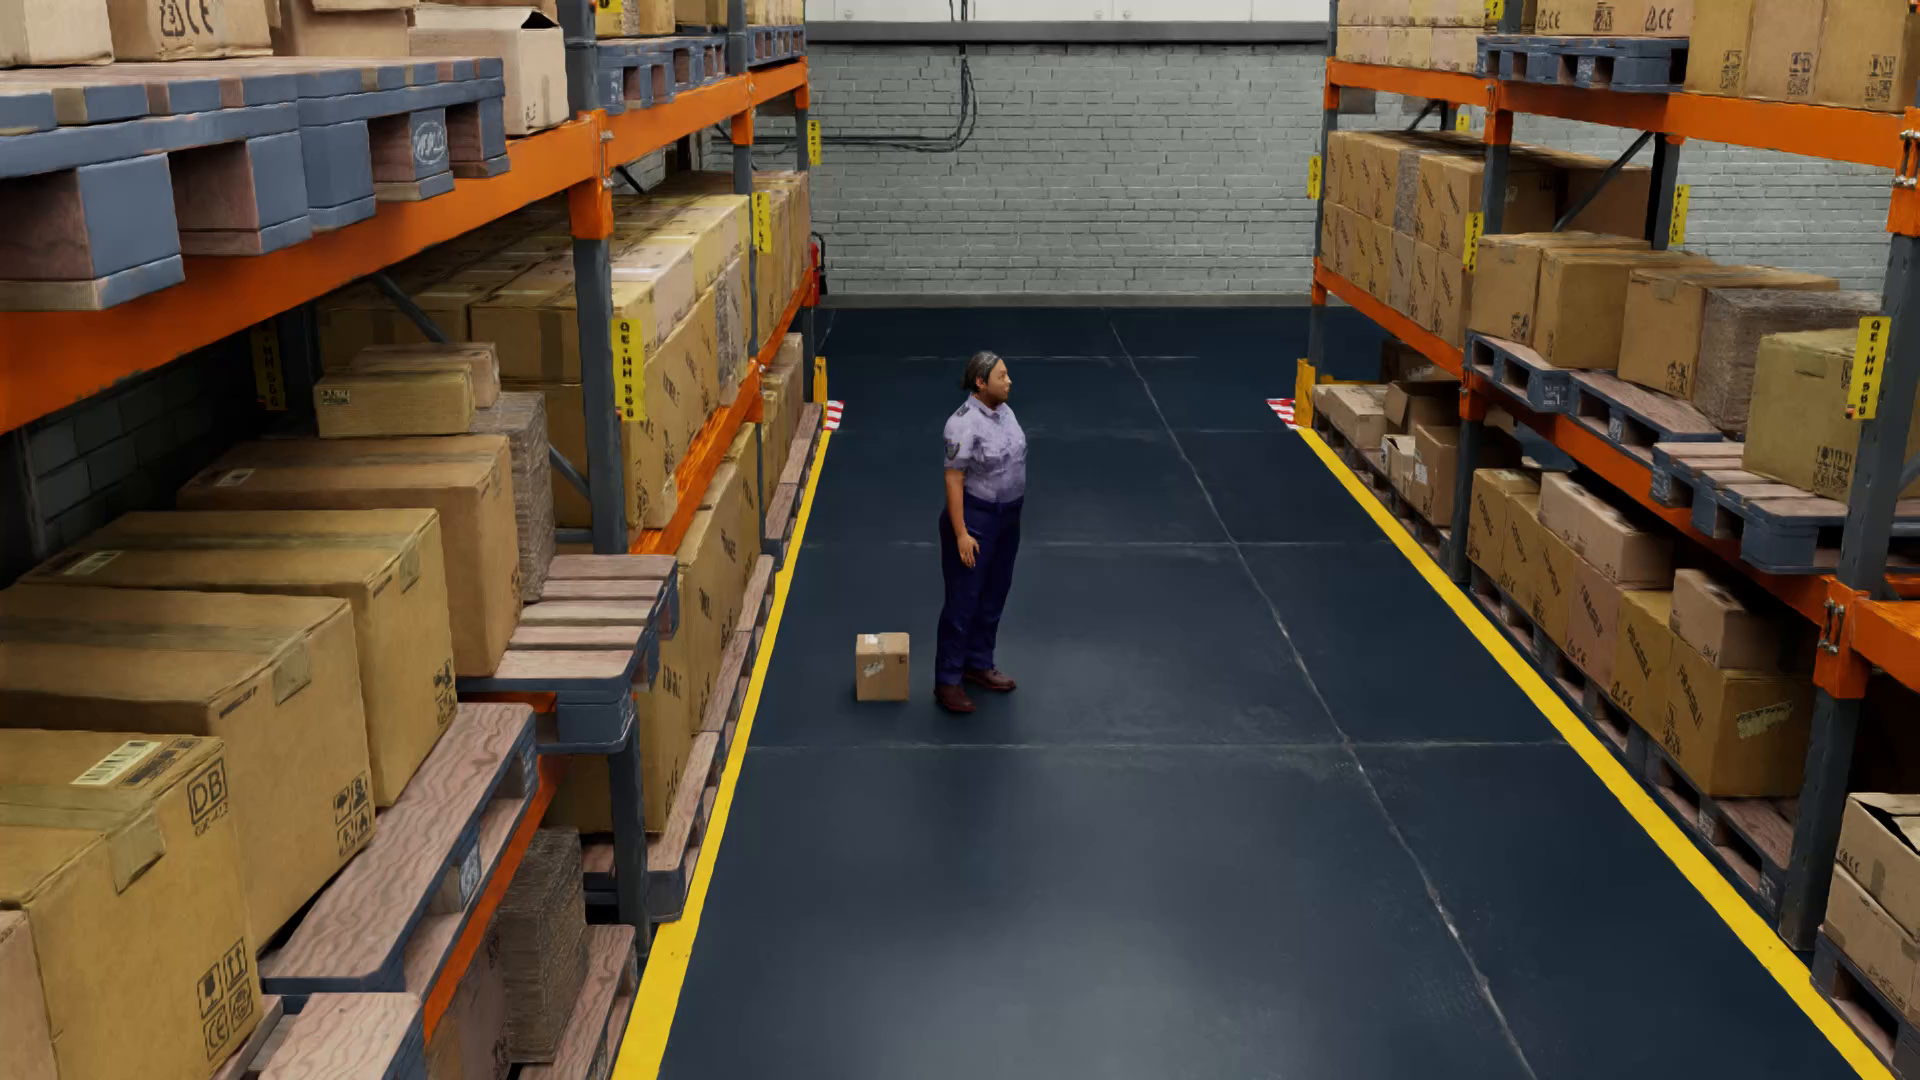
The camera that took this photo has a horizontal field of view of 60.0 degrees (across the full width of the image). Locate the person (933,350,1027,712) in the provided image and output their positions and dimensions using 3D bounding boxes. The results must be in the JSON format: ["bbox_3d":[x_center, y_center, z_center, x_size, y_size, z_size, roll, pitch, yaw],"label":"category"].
[{"bbox_3d":[0.097,-0.058,7.731,0.352,1.653,0.588,12,21,33],"label":"person"}]
